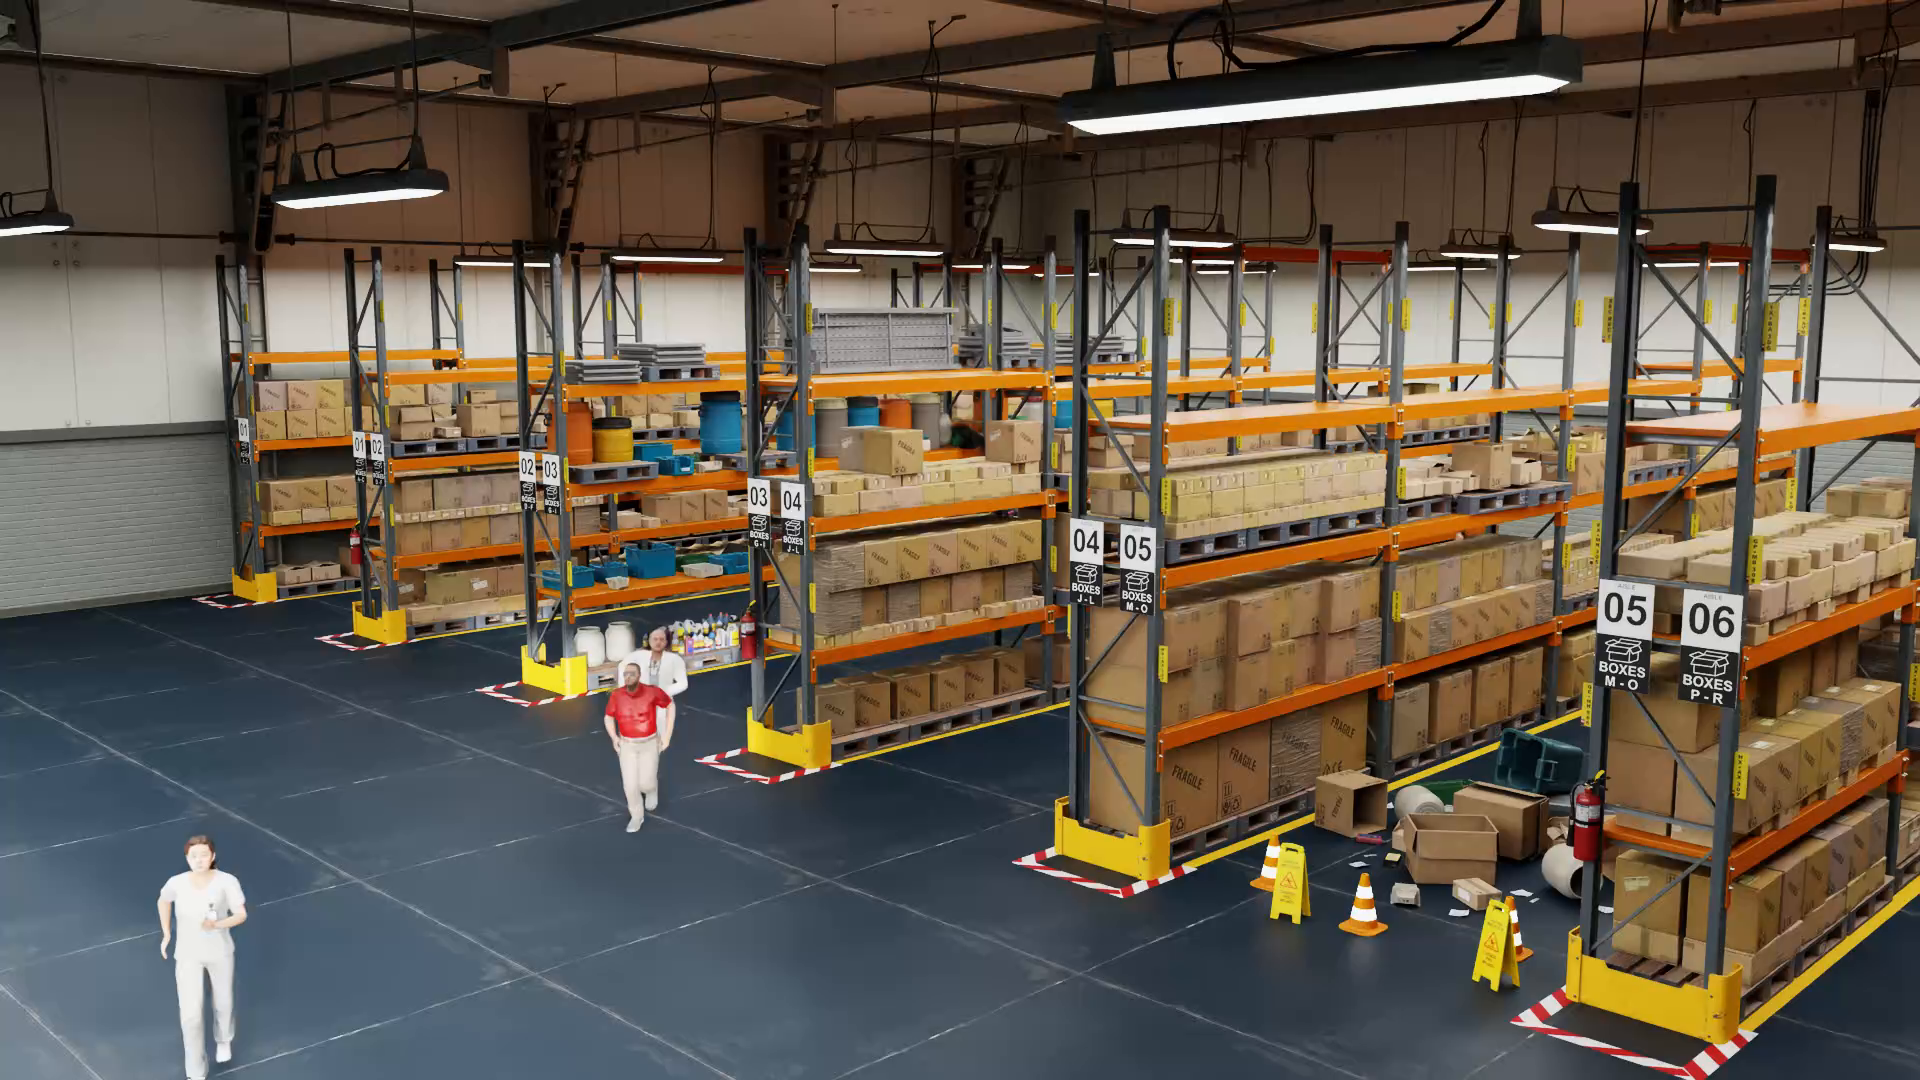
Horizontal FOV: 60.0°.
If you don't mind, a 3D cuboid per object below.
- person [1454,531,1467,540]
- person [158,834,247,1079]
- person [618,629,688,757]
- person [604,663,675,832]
[{"bbox_3d":[7.861,0.662,26.210,0.580,1.646,0.721,8,11,43],"label":"person"},{"bbox_3d":[-4.998,2.782,11.012,0.541,1.715,0.830,-3,9,-22],"label":"person"},{"bbox_3d":[-3.254,1.809,17.646,0.710,1.737,0.678,-2,8,-12],"label":"person"},{"bbox_3d":[-3.164,2.031,16.400,0.684,1.691,0.668,0,8,2],"label":"person"}]
